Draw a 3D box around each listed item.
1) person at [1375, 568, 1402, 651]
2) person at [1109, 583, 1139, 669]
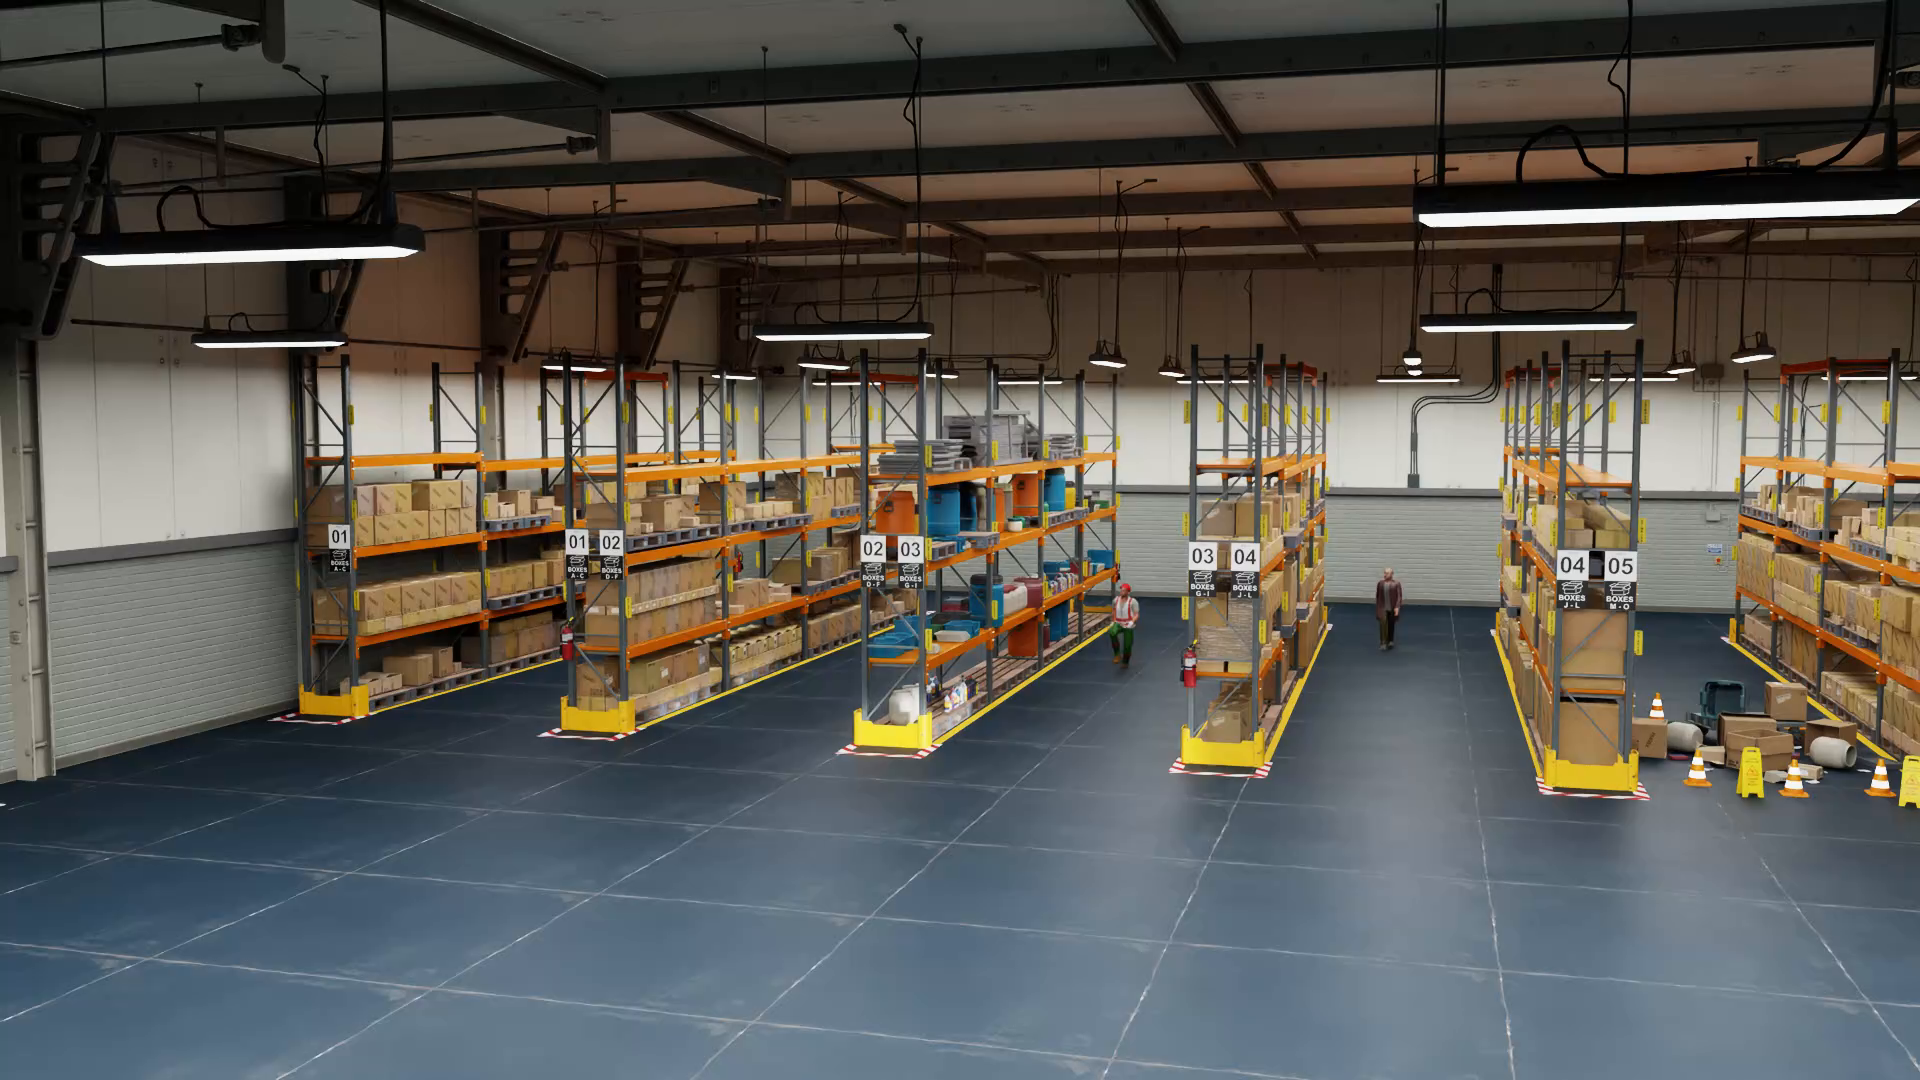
[{"bbox_3d":[9.126,1.463,35.387,0.553,1.723,1.118,1,4,14],"label":"person"},{"bbox_3d":[3.198,1.690,32.389,0.593,1.716,0.877,1,4,13],"label":"person"}]
